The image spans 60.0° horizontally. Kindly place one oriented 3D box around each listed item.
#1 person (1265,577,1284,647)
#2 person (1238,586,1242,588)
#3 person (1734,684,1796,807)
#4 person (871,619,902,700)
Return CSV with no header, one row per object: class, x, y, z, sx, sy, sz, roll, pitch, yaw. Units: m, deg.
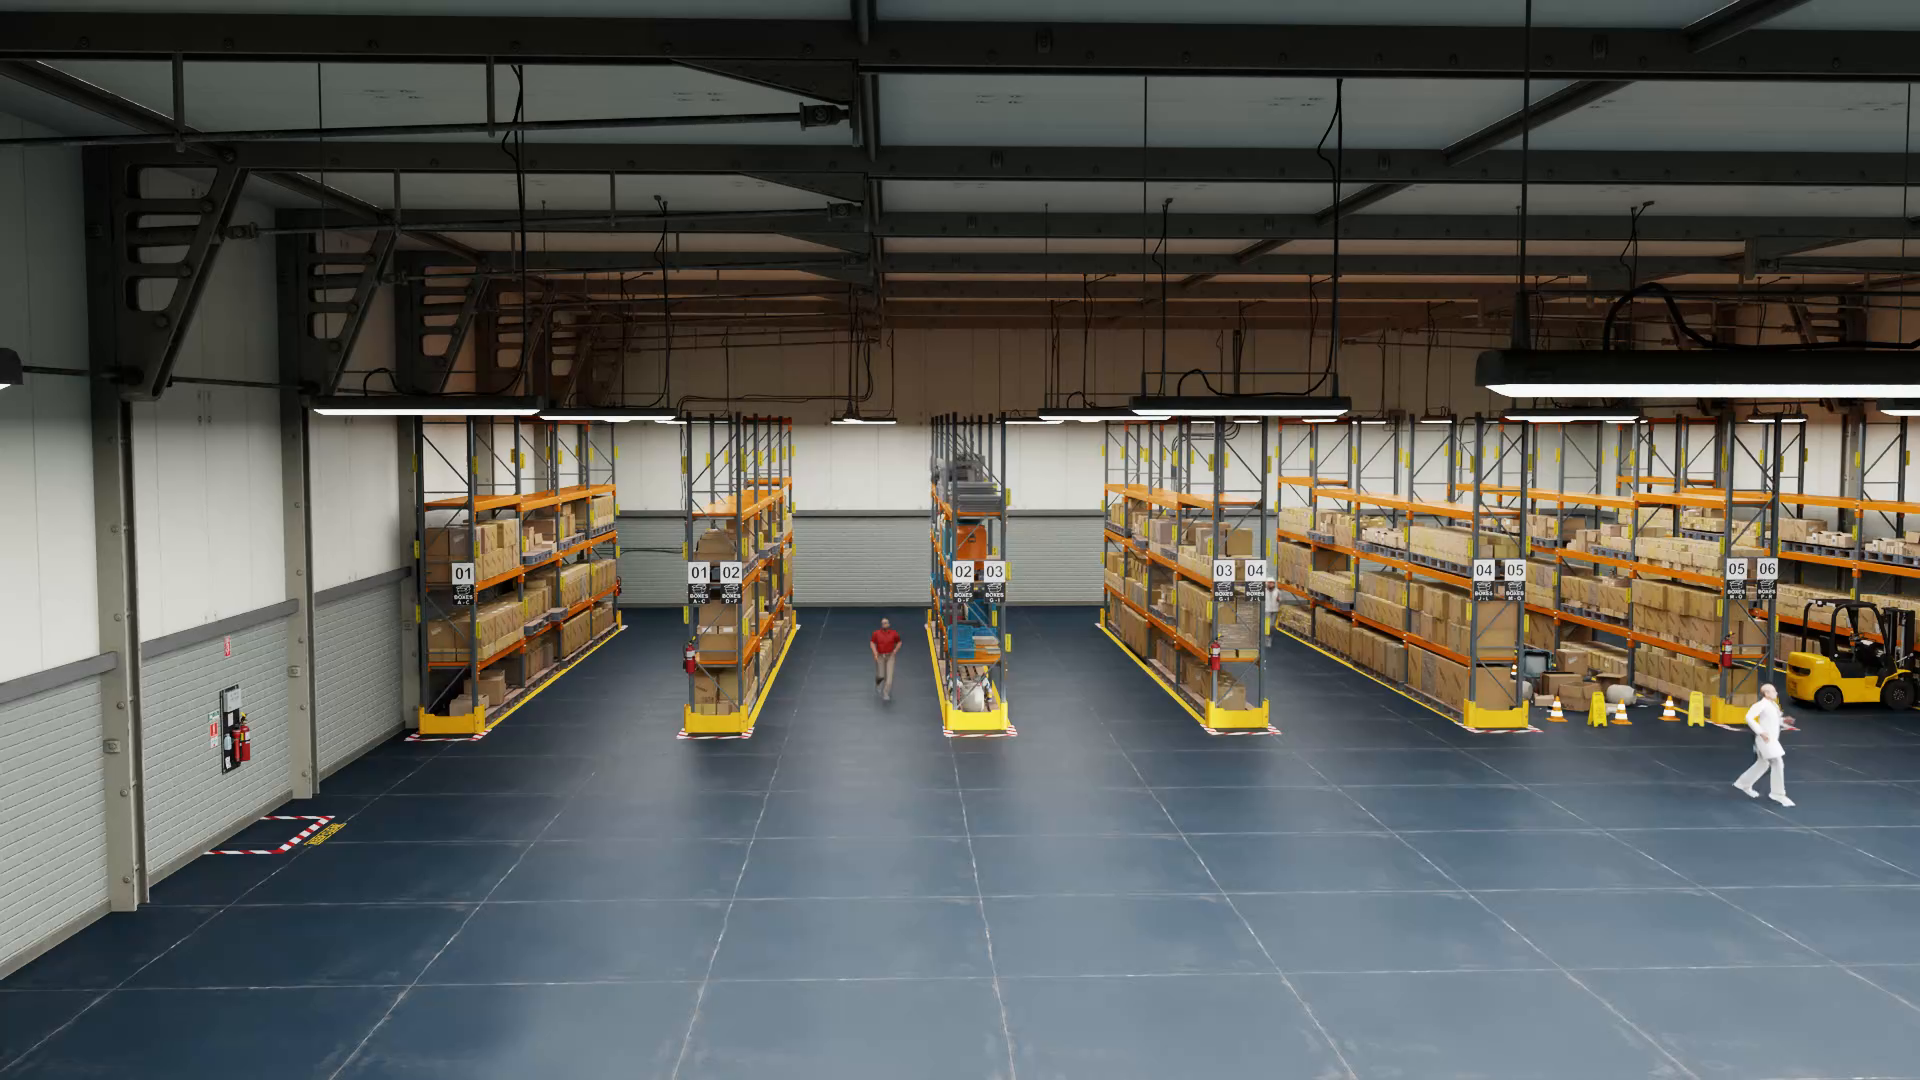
person,8.168,1.889,43.563,0.628,1.841,0.778,0,4,1
person,7.788,1.595,48.060,0.777,1.743,0.684,3,5,33
person,12.286,3.102,25.359,0.875,1.824,0.682,3,5,34
person,-1.557,2.499,35.094,0.653,1.700,0.647,0,4,-5
